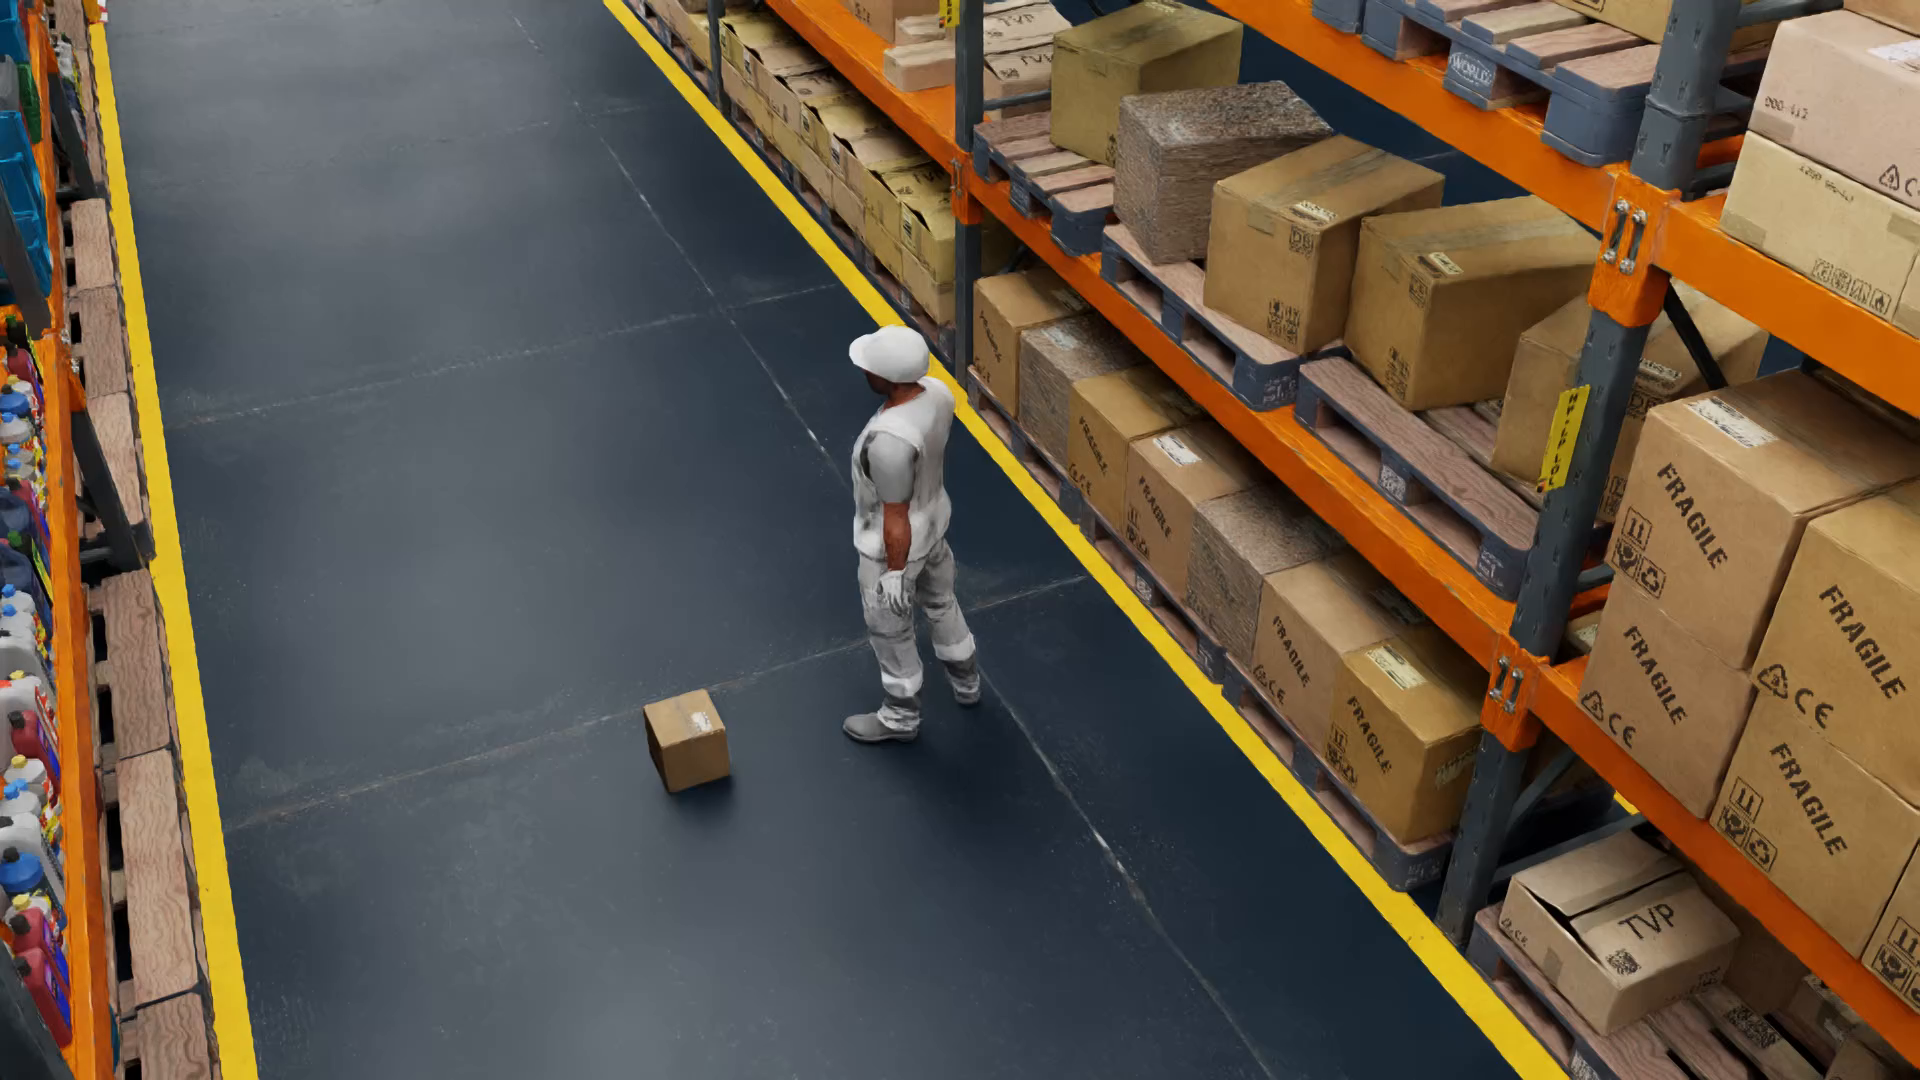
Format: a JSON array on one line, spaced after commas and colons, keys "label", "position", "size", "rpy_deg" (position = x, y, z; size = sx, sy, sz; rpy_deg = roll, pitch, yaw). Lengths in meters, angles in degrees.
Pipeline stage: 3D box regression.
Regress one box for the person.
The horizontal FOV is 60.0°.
[{"label": "person", "position": [-0.169, -0.040, 6.164], "size": [0.428, 1.791, 0.662], "rpy_deg": [16, 40, 20]}]
